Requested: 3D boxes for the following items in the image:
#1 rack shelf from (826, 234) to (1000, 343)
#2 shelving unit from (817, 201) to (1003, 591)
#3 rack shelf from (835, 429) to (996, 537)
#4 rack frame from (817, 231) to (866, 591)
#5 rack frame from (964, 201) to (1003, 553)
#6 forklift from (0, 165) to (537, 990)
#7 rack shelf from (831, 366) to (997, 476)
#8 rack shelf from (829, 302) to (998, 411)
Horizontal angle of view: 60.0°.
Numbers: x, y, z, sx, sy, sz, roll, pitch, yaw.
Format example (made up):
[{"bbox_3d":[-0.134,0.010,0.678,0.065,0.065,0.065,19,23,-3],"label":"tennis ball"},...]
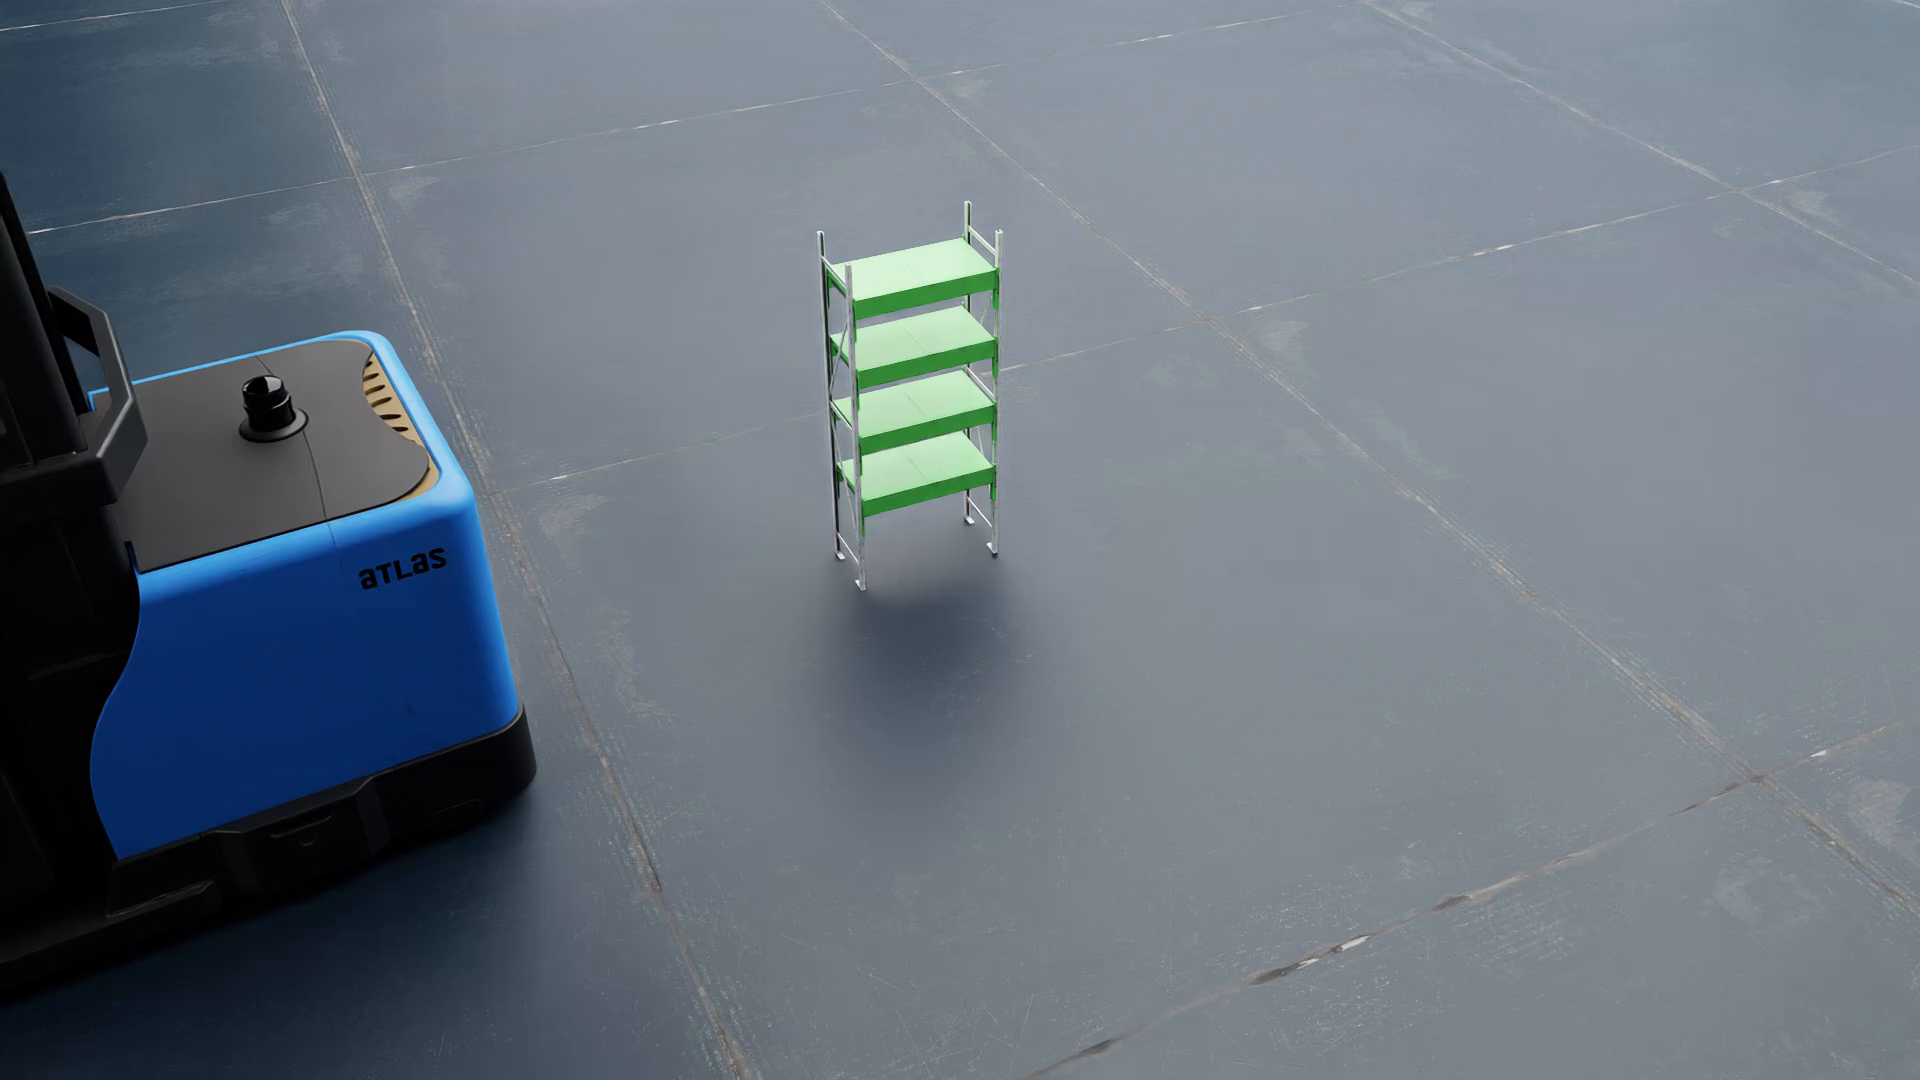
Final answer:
[{"bbox_3d":[-0.150,-0.774,5.088,0.480,0.148,0.258,-16,39,-20],"label":"rack shelf"},{"bbox_3d":[-0.150,-0.440,5.336,0.503,1.200,0.258,-16,39,-20],"label":"shelving unit"},{"bbox_3d":[-0.150,-0.196,5.517,0.480,0.148,0.258,-16,39,-20],"label":"rack shelf"},{"bbox_3d":[-0.371,-0.378,5.253,0.015,1.200,0.240,-16,39,-20],"label":"rack frame"},{"bbox_3d":[0.071,-0.502,5.419,0.015,1.200,0.240,-16,39,-20],"label":"rack frame"},{"bbox_3d":[-2.746,-0.261,3.642,3.031,2.935,1.130,-18,40,-23],"label":"forklift"},{"bbox_3d":[-0.150,-0.389,5.374,0.480,0.148,0.258,-16,39,-20],"label":"rack shelf"},{"bbox_3d":[-0.150,-0.581,5.231,0.480,0.148,0.258,-16,39,-20],"label":"rack shelf"}]
